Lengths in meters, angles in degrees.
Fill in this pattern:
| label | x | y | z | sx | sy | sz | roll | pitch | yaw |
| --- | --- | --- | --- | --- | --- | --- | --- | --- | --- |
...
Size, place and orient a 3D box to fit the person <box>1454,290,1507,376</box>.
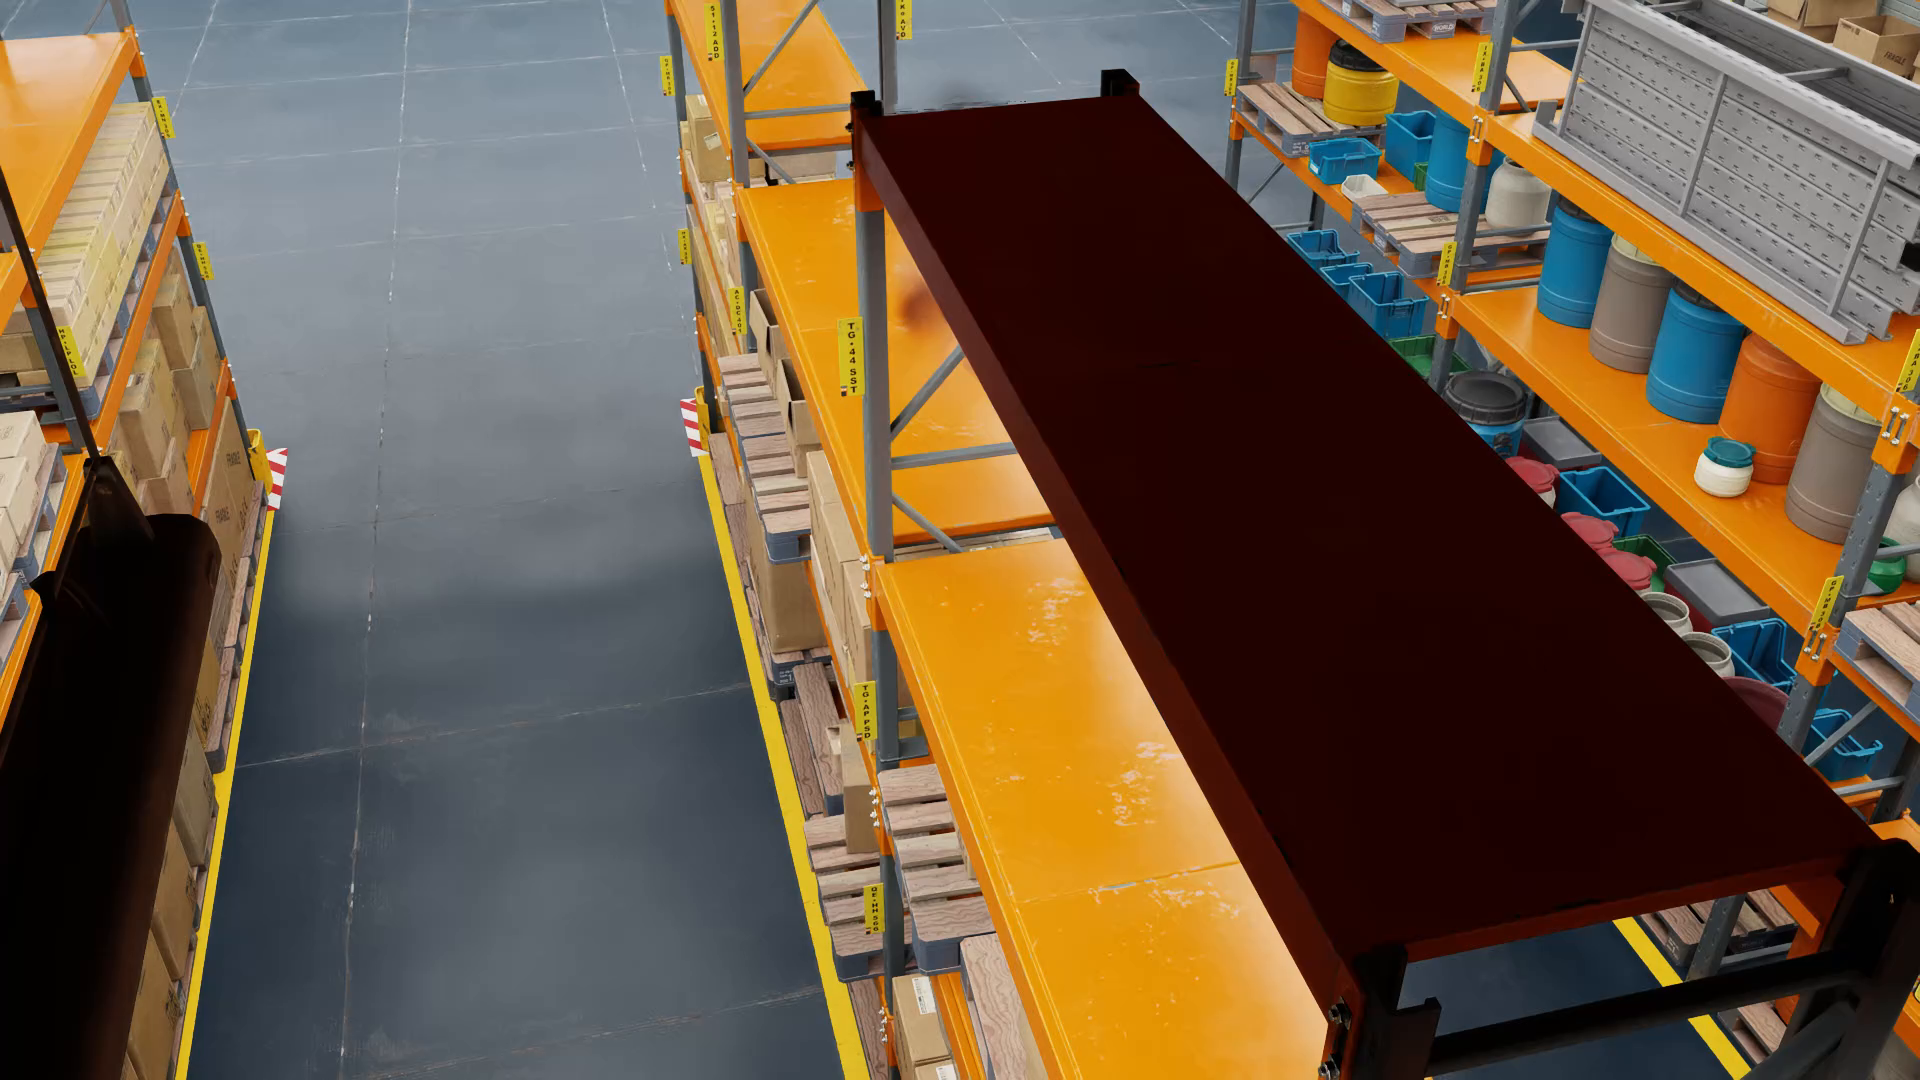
| label | x | y | z | sx | sy | sz | roll | pitch | yaw |
| --- | --- | --- | --- | --- | --- | --- | --- | --- | --- |
| person | 4.962 | -2.362 | 16.020 | 0.896 | 1.814 | 0.619 | 17 | 38 | 23 |
